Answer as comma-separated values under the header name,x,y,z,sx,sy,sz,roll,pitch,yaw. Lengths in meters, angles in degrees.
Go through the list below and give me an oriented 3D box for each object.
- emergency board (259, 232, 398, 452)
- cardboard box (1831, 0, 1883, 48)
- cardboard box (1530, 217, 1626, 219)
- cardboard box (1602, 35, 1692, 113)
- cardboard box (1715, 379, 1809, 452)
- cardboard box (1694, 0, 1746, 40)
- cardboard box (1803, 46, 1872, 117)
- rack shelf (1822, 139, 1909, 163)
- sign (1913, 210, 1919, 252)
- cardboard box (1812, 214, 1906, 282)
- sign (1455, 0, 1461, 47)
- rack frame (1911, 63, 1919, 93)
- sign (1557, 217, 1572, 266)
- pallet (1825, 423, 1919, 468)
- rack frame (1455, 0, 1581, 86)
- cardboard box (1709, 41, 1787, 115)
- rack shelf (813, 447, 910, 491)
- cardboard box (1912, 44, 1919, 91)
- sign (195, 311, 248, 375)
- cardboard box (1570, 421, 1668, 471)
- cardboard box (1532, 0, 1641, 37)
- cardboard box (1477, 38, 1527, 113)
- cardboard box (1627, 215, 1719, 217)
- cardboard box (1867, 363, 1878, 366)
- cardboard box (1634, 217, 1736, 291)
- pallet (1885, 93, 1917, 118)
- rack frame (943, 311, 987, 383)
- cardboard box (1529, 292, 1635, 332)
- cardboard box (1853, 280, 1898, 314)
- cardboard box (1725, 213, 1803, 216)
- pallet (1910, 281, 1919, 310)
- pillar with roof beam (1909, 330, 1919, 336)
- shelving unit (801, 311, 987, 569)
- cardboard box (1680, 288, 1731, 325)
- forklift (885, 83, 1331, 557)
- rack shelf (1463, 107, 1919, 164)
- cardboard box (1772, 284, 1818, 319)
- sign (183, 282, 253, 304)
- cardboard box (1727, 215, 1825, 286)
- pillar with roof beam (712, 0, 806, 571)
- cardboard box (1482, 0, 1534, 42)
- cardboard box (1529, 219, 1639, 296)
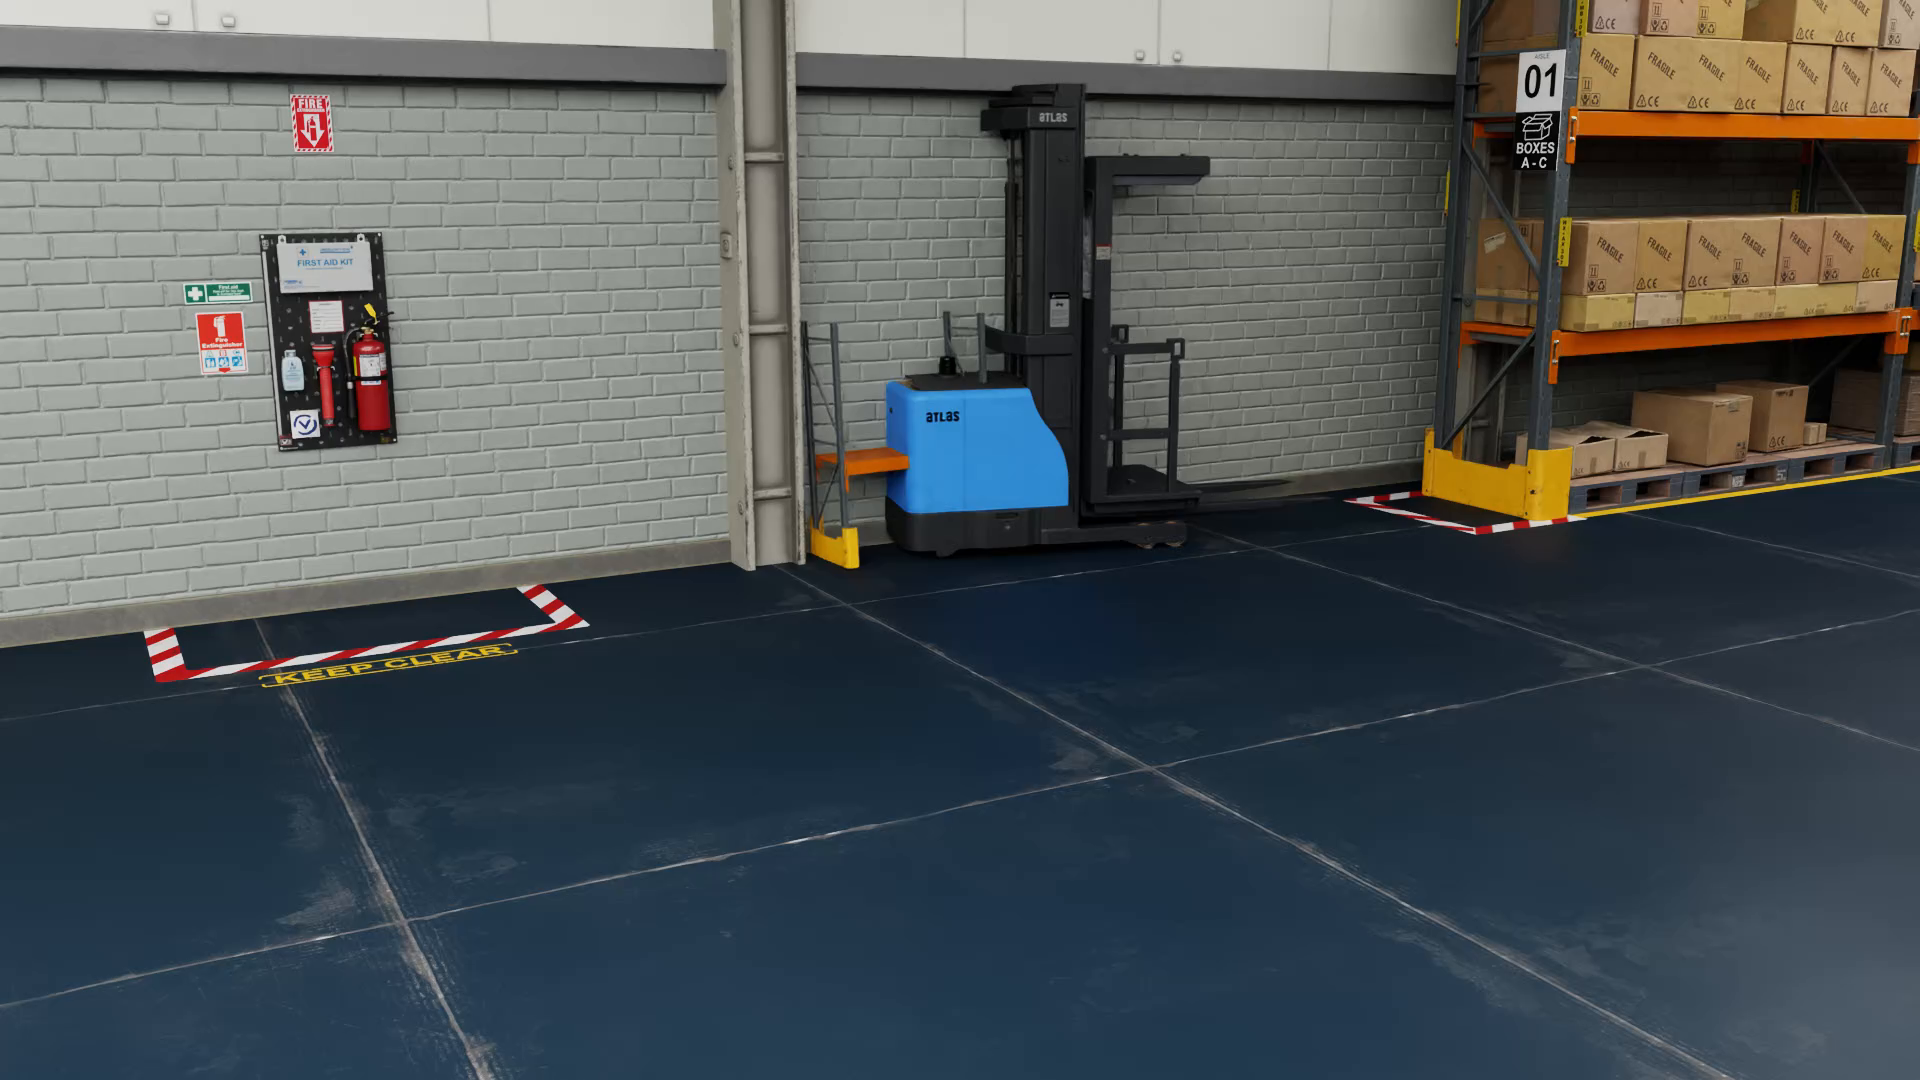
name,x,y,z,sx,sy,sz,roll,pitch,yaw
emergency board,-3.399,-1.071,9.036,0.643,1.169,0.194,-7,14,-28
cardboard box,6.578,-3.980,12.579,0.500,0.500,0.500,-6,14,-25
cardboard box,4.614,-2.158,12.456,0.500,0.500,0.500,-7,14,-27
cardboard box,4.757,-3.273,11.715,0.500,0.500,0.500,-6,14,-24
cardboard box,6.474,-1.013,13.472,0.500,0.500,0.500,-8,15,-32
cardboard box,5.219,-3.817,11.855,0.500,0.500,0.500,-6,14,-26
cardboard box,6.591,-3.506,12.749,0.500,0.500,0.500,-8,15,-33
rack shelf,9.122,-3.458,14.449,4.000,0.370,1.077,-7,14,-28
sign,7.633,-2.454,13.209,0.005,0.325,0.100,-7,14,-28
cardboard box,7.099,-2.328,13.211,0.500,0.500,0.500,-7,14,-28
sign,3.607,-3.719,11.953,0.005,0.325,0.100,-7,14,-28
rack frame,7.366,-5.062,13.106,0.127,3.000,1.000,-7,14,-28
sign,4.115,-2.032,11.335,0.005,0.325,0.100,-7,14,-28
pallet,8.049,-0.857,14.436,1.213,0.211,1.003,-7,14,-28
rack frame,3.855,-4.641,11.236,0.127,3.000,1.000,-7,14,-28
cardboard box,5.671,-3.389,12.230,0.500,0.500,0.500,-6,14,-24
rack shelf,-0.385,-0.489,10.621,1.000,0.185,0.538,-8,12,-28
cardboard box,7.884,-3.894,13.565,0.500,0.500,0.500,-5,13,-20
sign,-3.933,-1.050,8.862,0.234,0.329,0.001,-7,14,-28
cardboard box,5.006,-0.733,12.655,0.500,0.311,0.500,-6,14,-23
cardboard box,4.310,-3.718,11.415,0.500,0.500,0.500,-8,15,-32
cardboard box,4.100,-3.329,11.964,0.500,0.500,0.500,-6,14,-24
cardboard box,5.507,-2.267,12.937,0.500,0.500,0.500,-7,14,-27
cardboard box,8.434,-1.275,14.634,0.500,0.500,0.700,-7,15,-29
cardboard box,5.313,-2.112,12.251,0.500,0.500,0.500,-7,15,-30
pallet,7.959,-3.551,13.653,1.003,0.211,1.213,-7,14,-28
rack frame,0.053,-0.729,10.825,0.032,1.500,0.500,-8,12,-28
cardboard box,4.436,-1.641,11.865,0.500,0.250,0.500,-7,15,-29
cardboard box,7.096,-1.964,13.298,0.500,0.250,0.500,-7,14,-28
cardboard box,6.398,-2.375,13.417,0.500,0.500,0.500,-7,14,-28
pallet,8.107,-2.094,14.019,1.213,0.211,1.003,-7,14,-28
pillar with roof beam,11.384,-4.683,11.422,0.400,9.000,9.100,-7,14,-28
shelving unit,-0.385,-0.666,10.593,1.083,1.500,0.587,-8,12,-28
cardboard box,5.335,-1.751,12.353,0.500,0.250,0.500,-7,15,-29
forklift,0.993,-1.481,11.016,3.031,2.935,1.130,-4,13,-15
rack shelf,5.611,-3.037,12.580,4.000,0.370,1.077,-7,14,-28
cardboard box,6.220,-1.857,12.824,0.500,0.250,0.500,-7,14,-28
sign,-3.925,-1.307,8.798,0.331,0.109,0.001,-7,14,-28
cardboard box,6.217,-2.224,12.746,0.500,0.500,0.500,-7,15,-29
pillar with roof beam,0.852,-3.421,5.813,0.400,9.000,9.100,-7,14,-28
cardboard box,4.108,-3.820,11.868,0.500,0.500,0.500,-6,14,-25
cardboard box,4.418,-2.009,11.793,0.500,0.500,0.500,-7,14,-28
